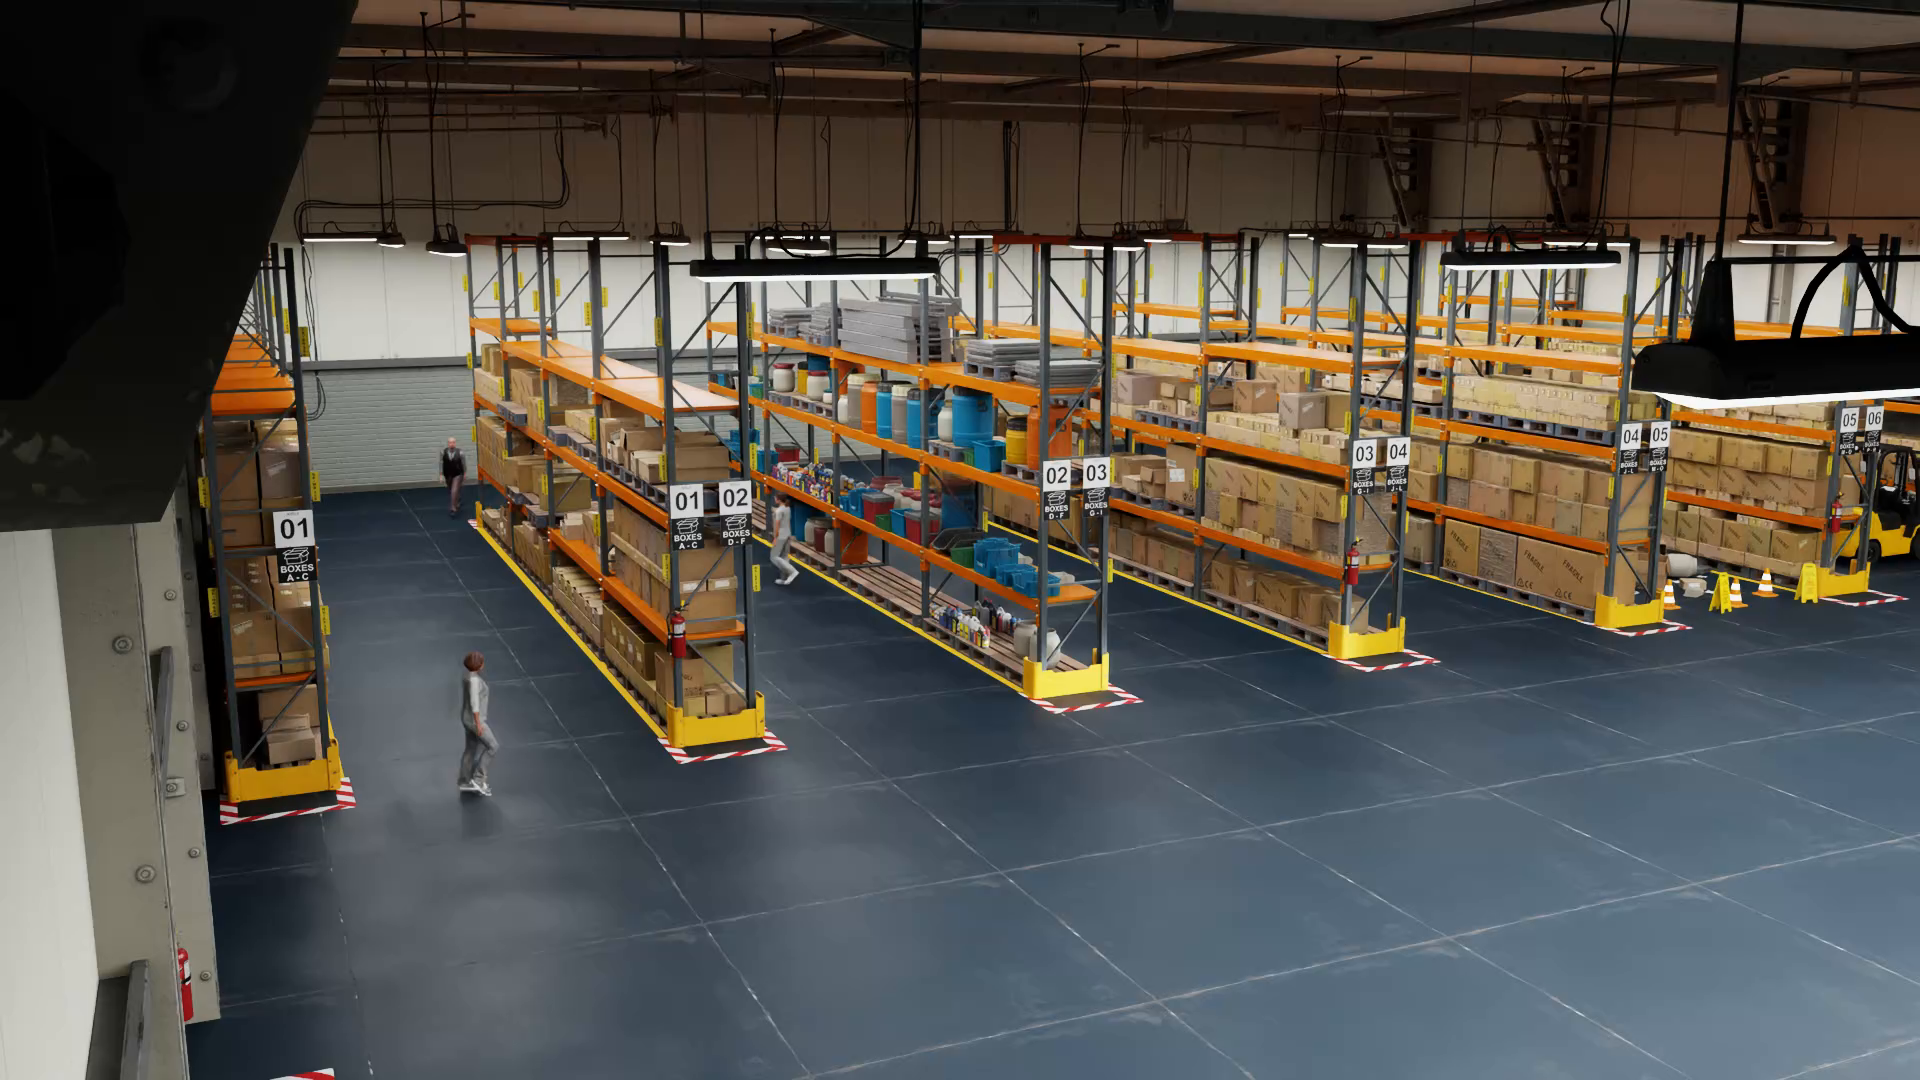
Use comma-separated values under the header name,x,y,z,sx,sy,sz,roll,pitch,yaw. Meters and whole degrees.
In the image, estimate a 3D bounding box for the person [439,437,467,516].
name,x,y,z,sx,sy,sz,roll,pitch,yaw
person,-10.917,-1.386,35.824,0.526,1.671,1.088,1,11,7

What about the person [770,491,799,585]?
name,x,y,z,sx,sy,sz,roll,pitch,yaw
person,-3.024,-0.027,28.837,0.555,1.671,0.460,4,12,19

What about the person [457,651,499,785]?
name,x,y,z,sx,sy,sz,roll,pitch,yaw
person,-5.388,1.981,18.466,0.448,1.520,0.452,-5,12,-23

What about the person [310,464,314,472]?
name,x,y,z,sx,sy,sz,roll,pitch,yaw
person,-13.418,-1.046,33.955,0.453,1.796,0.606,1,11,4
